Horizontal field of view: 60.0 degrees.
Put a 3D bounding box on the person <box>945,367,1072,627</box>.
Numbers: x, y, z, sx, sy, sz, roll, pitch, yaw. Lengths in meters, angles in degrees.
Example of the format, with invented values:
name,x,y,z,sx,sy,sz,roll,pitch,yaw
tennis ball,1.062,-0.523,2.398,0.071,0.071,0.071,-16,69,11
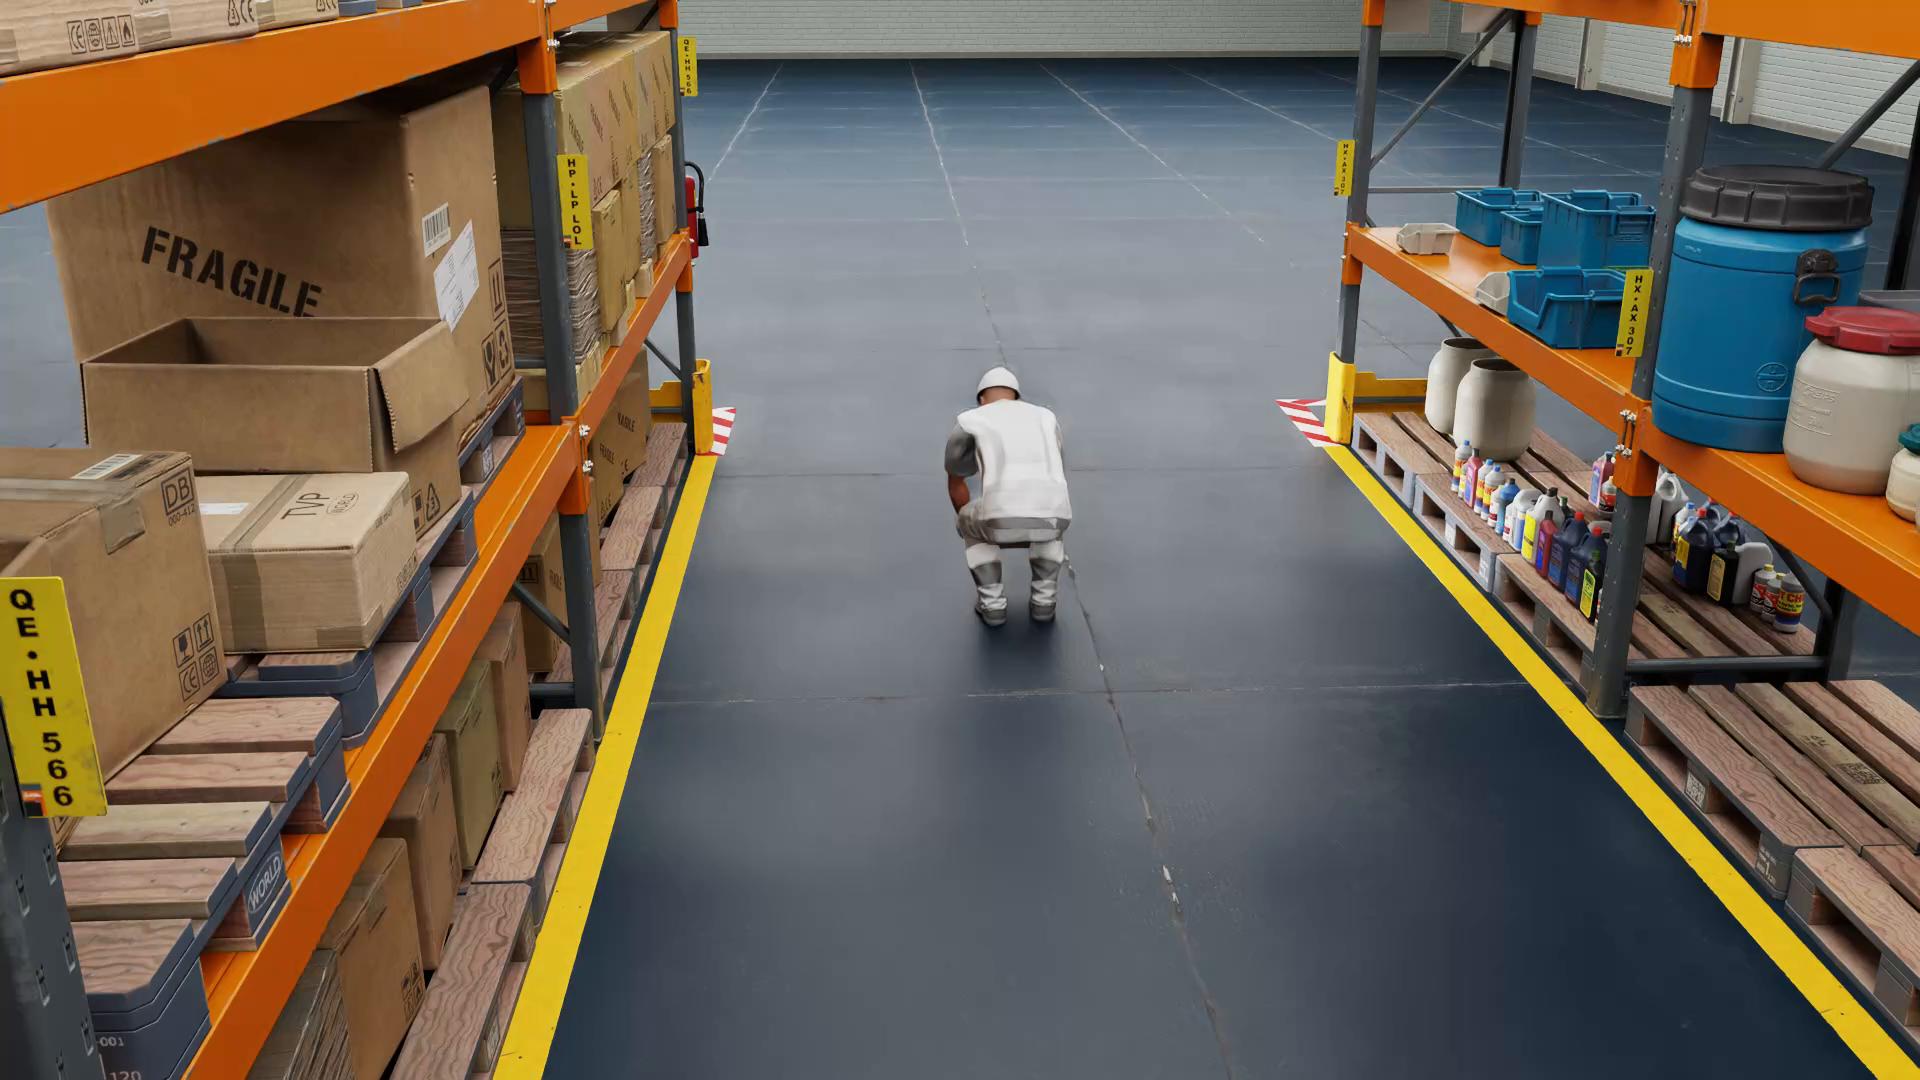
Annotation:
name,x,y,z,sx,sy,sz,roll,pitch,yaw
person,0.224,-0.188,7.593,0.573,1.074,0.858,-1,20,-3
